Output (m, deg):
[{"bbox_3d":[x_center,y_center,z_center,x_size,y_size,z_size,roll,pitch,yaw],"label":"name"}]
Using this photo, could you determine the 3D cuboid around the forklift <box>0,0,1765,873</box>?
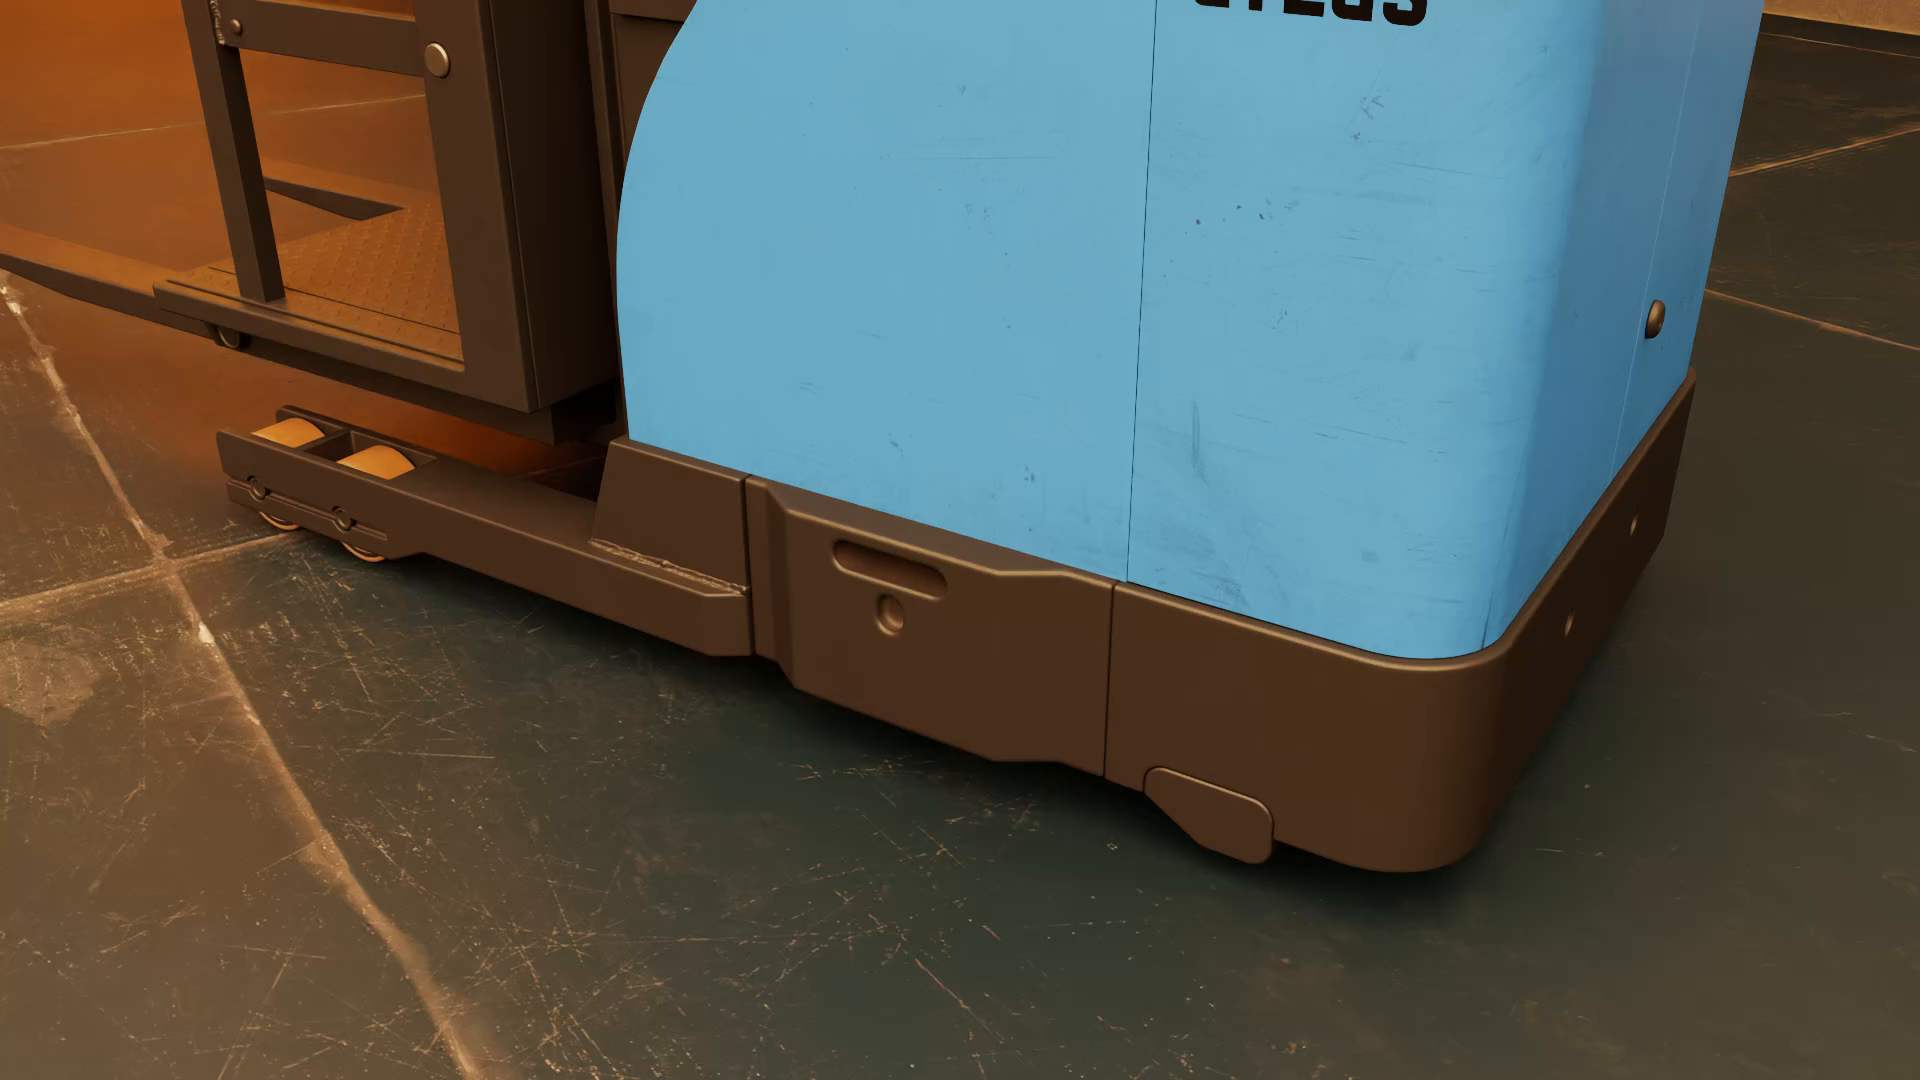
[{"bbox_3d":[-0.511,-1.459,2.139,3.031,2.935,1.130,16,31,29],"label":"forklift"}]
